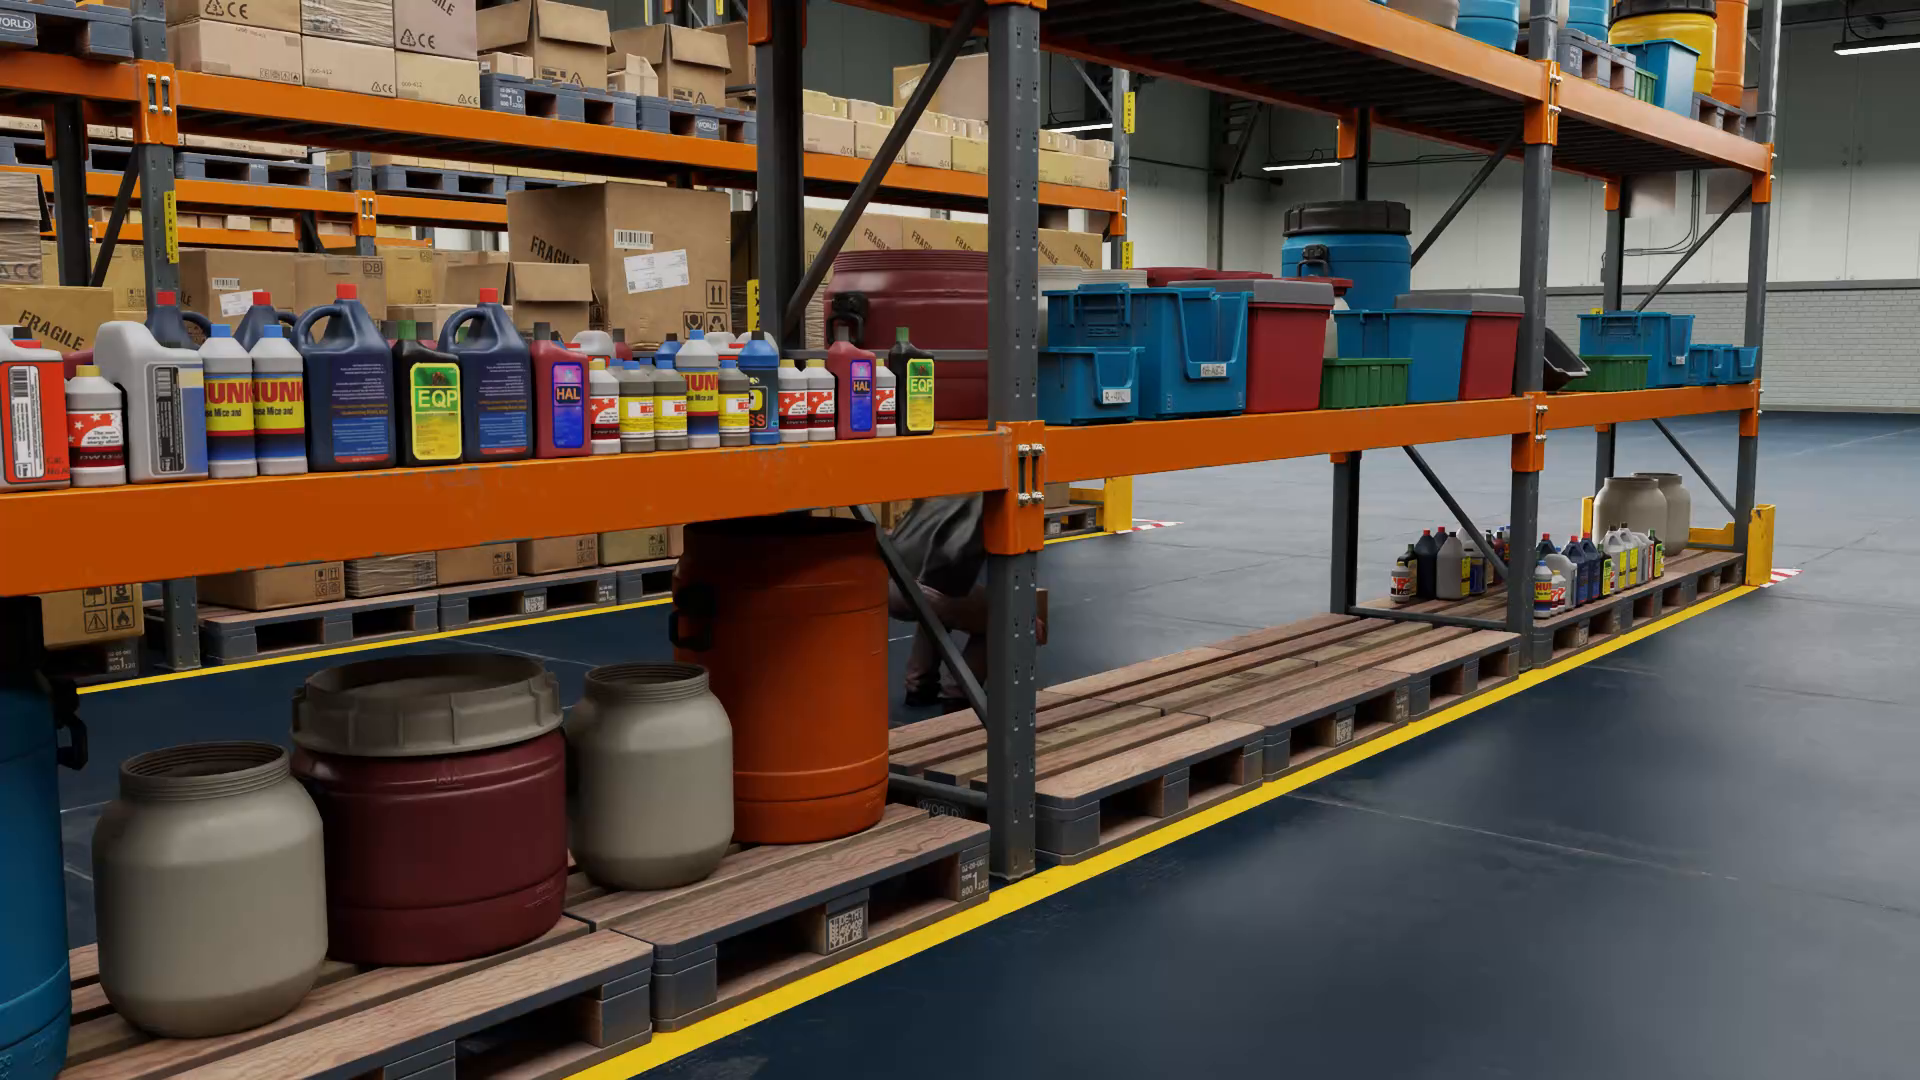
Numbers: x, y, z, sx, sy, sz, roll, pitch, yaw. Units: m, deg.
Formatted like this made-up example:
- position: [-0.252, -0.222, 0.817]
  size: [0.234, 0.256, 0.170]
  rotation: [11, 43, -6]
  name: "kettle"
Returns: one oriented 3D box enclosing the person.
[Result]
- position: [-0.030, 0.195, 7.197]
  size: [0.550, 1.025, 0.854]
  rotation: [5, 8, 38]
  name: "person"
